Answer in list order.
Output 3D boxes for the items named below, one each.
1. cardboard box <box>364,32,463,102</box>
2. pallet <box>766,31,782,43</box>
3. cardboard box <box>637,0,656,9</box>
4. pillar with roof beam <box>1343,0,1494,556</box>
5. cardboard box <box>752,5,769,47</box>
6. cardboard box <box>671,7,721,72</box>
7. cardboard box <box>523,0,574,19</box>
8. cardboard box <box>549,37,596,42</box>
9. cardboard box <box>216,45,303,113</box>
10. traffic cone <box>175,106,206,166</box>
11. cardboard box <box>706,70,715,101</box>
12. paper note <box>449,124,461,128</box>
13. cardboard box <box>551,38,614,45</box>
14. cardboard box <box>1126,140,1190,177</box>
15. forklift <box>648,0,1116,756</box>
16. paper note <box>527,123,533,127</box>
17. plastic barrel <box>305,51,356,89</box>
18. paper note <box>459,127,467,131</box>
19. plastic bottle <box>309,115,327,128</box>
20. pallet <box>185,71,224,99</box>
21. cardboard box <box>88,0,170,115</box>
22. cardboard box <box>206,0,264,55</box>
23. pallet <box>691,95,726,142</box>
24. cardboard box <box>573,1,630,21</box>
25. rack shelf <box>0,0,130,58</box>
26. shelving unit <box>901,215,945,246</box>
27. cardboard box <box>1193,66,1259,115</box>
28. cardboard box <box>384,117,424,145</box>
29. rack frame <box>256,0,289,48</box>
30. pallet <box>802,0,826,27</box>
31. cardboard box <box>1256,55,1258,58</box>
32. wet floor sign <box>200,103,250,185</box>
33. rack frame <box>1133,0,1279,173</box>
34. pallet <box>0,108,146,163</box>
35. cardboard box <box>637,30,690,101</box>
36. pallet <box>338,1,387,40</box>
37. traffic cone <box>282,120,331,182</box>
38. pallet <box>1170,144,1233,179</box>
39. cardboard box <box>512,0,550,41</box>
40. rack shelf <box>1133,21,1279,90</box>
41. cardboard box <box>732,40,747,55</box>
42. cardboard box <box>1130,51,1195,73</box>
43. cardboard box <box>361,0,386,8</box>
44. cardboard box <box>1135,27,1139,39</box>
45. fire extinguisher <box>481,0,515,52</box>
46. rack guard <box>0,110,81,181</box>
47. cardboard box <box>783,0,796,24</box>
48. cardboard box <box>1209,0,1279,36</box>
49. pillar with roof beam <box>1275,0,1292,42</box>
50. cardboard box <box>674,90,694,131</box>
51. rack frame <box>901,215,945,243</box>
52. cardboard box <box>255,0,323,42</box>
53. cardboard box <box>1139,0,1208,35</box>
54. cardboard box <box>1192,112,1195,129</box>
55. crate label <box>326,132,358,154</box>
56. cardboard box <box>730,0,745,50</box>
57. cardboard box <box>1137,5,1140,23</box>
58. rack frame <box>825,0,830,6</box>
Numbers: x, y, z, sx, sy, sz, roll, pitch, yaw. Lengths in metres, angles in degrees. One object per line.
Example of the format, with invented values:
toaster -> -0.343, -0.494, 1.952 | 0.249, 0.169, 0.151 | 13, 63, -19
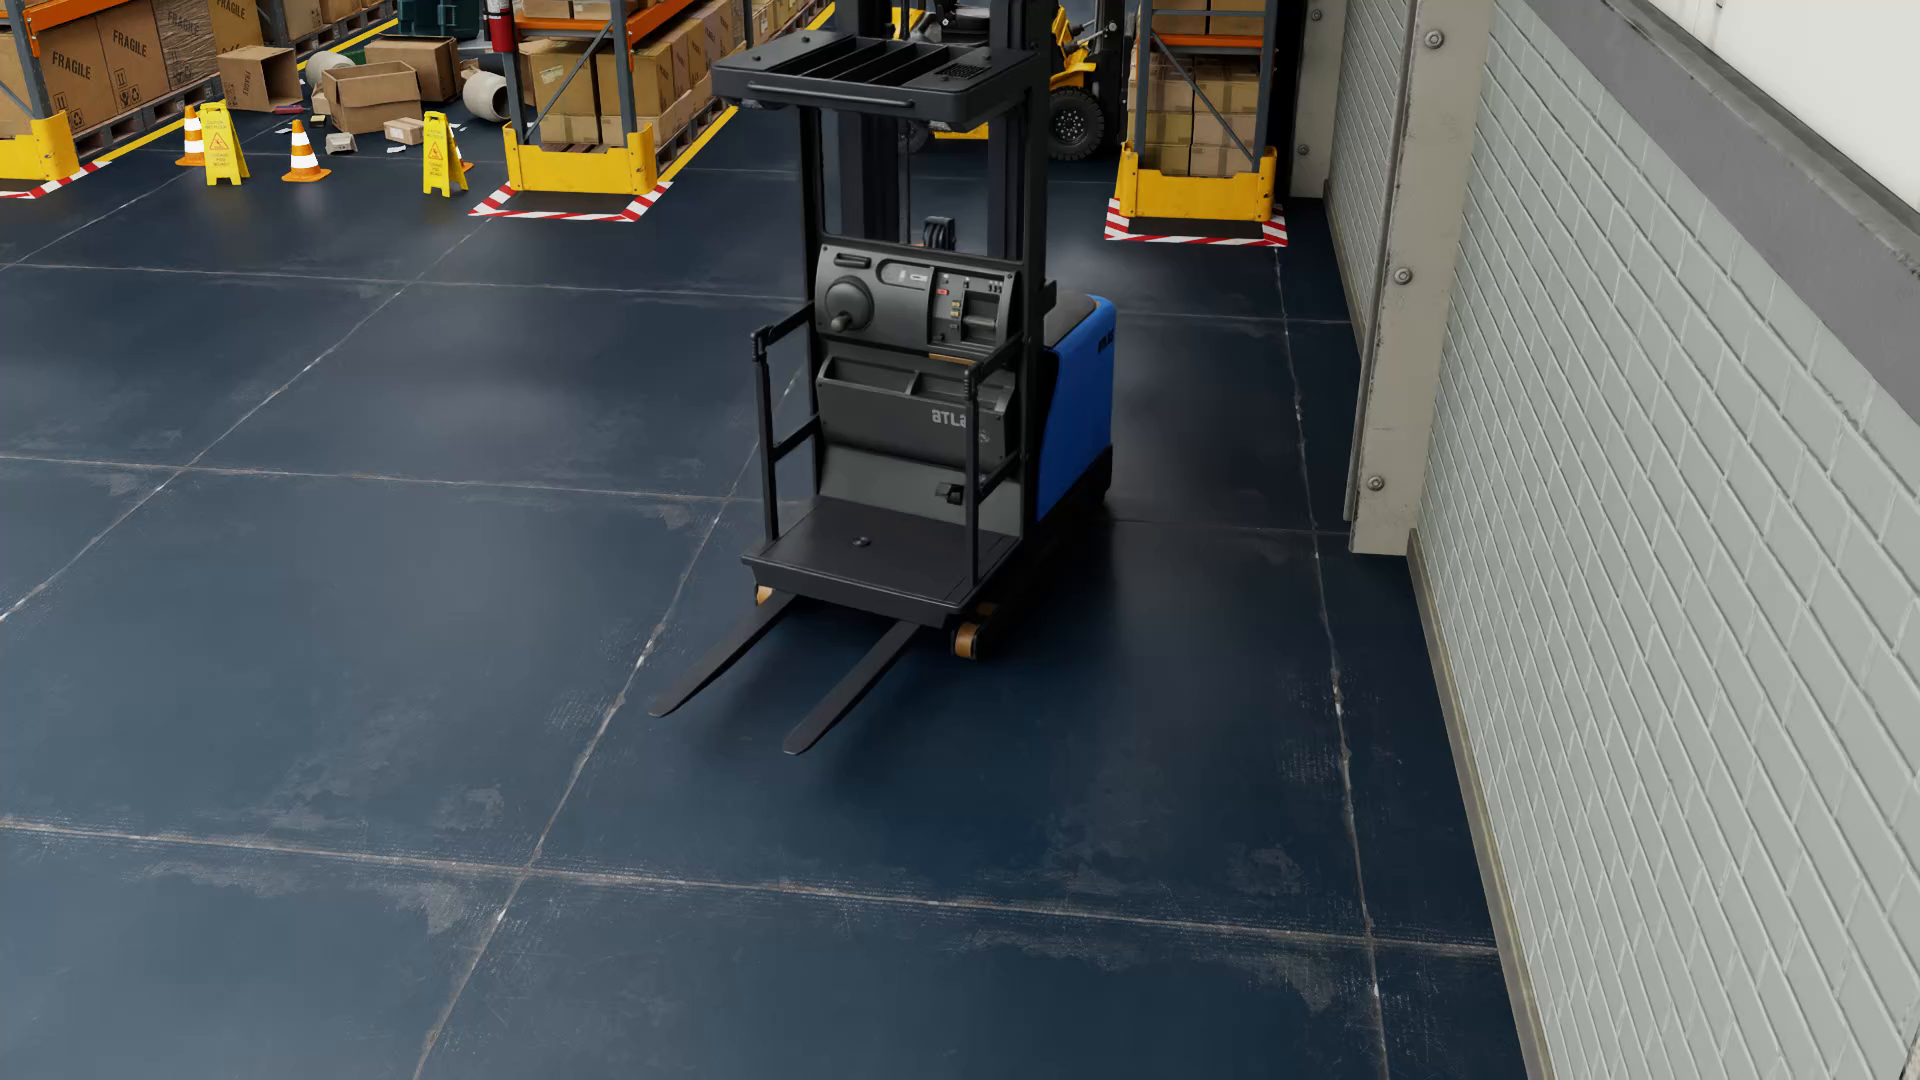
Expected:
cardboard box -> -5.279, -4.556, 16.034 | 0.797, 0.637, 0.503 | 3, 28, 6
pallet -> -2.503, -5.203, 17.685 | 1.003, 0.211, 1.213 | 3, 28, 6
cardboard box -> -2.711, -4.458, 13.627 | 0.380, 0.149, 0.250 | 2, 28, 5
pillar with roof beam -> -2.189, -4.237, 6.626 | 9.100, 9.000, 0.400 | 3, 28, 6
cardboard box -> -2.536, -5.339, 17.325 | 0.950, 0.372, 0.625 | 4, 29, 7
cardboard box -> -2.525, -4.594, 15.281 | 0.500, 0.500, 0.500 | 5, 29, 9
cardboard box -> -3.254, -4.259, 13.257 | 0.380, 0.149, 0.250 | 4, 29, 8
cardboard box -> -3.270, -4.340, 14.125 | 0.380, 0.149, 0.250 | 4, 29, 8
cardboard box -> -6.694, -4.414, 15.914 | 0.500, 0.500, 0.500 | 8, 29, 15
traffic cone -> -6.538, -3.472, 14.206 | 0.336, 0.463, 0.334 | 3, 28, 6
cardboard box -> -2.525, -4.254, 15.440 | 0.500, 0.250, 0.500 | 4, 29, 7
paper note -> -4.694, -3.821, 15.322 | 0.148, 0.019, 0.142 | 14, 31, 24
cardboard box -> -3.188, -4.124, 14.407 | 0.500, 0.500, 0.500 | 4, 29, 8
cardboard box -> 1.583, -3.108, 13.313 | 0.500, 0.250, 0.500 | 4, 29, 7
forklift -> -0.289, -1.001, 7.017 | 1.130, 2.935, 3.031 | 12, 31, 22
paper note -> -3.980, -3.839, 15.344 | 0.142, 0.019, 0.148 | -6, 29, -11
plastic barrel -> -6.139, -4.547, 16.243 | 0.421, 0.421, 0.512 | -24, 36, -37
paper note -> -4.547, -3.763, 15.224 | 0.032, 0.001, 0.123 | 3, 28, 6
plastic bottle -> -5.940, -3.883, 15.392 | 0.133, 0.061, 0.283 | -6, 29, -11
pallet -> -7.693, -4.723, 16.794 | 1.003, 0.211, 1.213 | 3, 28, 6
cardboard box -> -7.889, -4.408, 15.067 | 0.875, 0.875, 0.875 | 3, 28, 5
cardboard box -> -7.669, -5.261, 16.651 | 0.875, 0.875, 0.875 | 4, 29, 7
pallet -> -2.792, -3.942, 15.345 | 1.003, 0.211, 1.213 | 3, 28, 6
cardboard box -> -2.840, -4.218, 13.182 | 0.380, 0.149, 0.250 | 3, 29, 6
rack shelf -> -7.768, -5.046, 15.212 | 1.077, 0.370, 4.000 | 3, 28, 6
shelving unit -> -0.186, -1.103, 9.032 | 0.258, 1.200, 0.503 | -1, 28, -3
cardboard box -> 2.086, -3.524, 13.031 | 0.500, 0.250, 0.500 | 3, 28, 5
cardboard box -> -4.932, -3.660, 14.887 | 0.380, 0.149, 0.250 | 20, 34, 32
rack frame -> -7.522, -6.304, 16.789 | 1.000, 3.000, 0.127 | 3, 28, 6
pallet -> -2.204, -6.351, 19.817 | 1.003, 0.211, 1.213 | 3, 28, 6
cardboard box -> 2.216, -3.994, 13.903 | 0.500, 0.250, 0.500 | 3, 28, 6
wet floor sign -> -6.051, -3.256, 13.613 | 0.267, 0.644, 0.232 | -1, 28, -3
rack frame -> 1.839, -3.894, 12.316 | 1.000, 3.000, 0.127 | 3, 28, 6
pallet -> -7.992, -3.574, 14.662 | 1.003, 0.211, 1.213 | 3, 28, 6
cardboard box -> -2.652, -4.107, 14.376 | 0.500, 0.500, 0.500 | 2, 28, 4
pallet -> -7.356, -6.020, 19.201 | 1.003, 0.211, 1.213 | 3, 28, 6
traffic cone -> -5.458, -3.246, 13.787 | 0.336, 0.463, 0.334 | 3, 28, 6
pallet -> 1.891, -3.029, 13.650 | 1.003, 0.211, 1.213 | 3, 28, 6
cardboard box -> -4.368, -5.386, 16.922 | 0.500, 0.500, 0.500 | 3, 28, 6
rack shelf -> 2.084, -4.519, 14.234 | 1.077, 0.370, 4.000 | 3, 28, 6
cardboard box -> -2.403, -4.744, 16.350 | 0.500, 0.250, 0.500 | 5, 29, 9
cardboard box -> 1.643, -3.784, 13.514 | 0.500, 0.250, 0.500 | 4, 29, 7
cardboard box -> -7.300, -6.688, 19.431 | 1.050, 0.750, 0.750 | 4, 29, 7
cardboard box -> 1.764, -4.261, 14.398 | 0.500, 0.250, 0.500 | 3, 28, 5
fire extinguisher -> -3.559, -4.120, 12.816 | 0.296, 0.674, 0.183 | 3, 28, 6
rack guard -> -8.015, -3.309, 13.866 | 1.175, 0.500, 0.348 | 3, 28, 6
cardboard box -> -2.367, -6.005, 18.561 | 0.950, 0.372, 0.625 | 4, 29, 8
cardboard box -> 2.176, -4.155, 12.695 | 0.500, 0.500, 0.500 | 4, 29, 8
pillar with roof beam -> -0.718, -9.885, 17.111 | 9.100, 9.000, 0.400 | 3, 28, 6
cardboard box -> -2.644, -3.759, 14.521 | 0.500, 0.250, 0.500 | 4, 29, 8
rack frame -> -0.199, -1.218, 9.247 | 0.240, 1.200, 0.015 | -1, 28, -3
cardboard box -> -7.536, -5.796, 17.775 | 1.050, 0.750, 0.750 | 3, 28, 6
cardboard box -> 1.639, -4.185, 12.750 | 0.500, 0.500, 0.500 | 3, 28, 5
cardboard box -> 2.153, -3.535, 13.578 | 0.500, 0.250, 0.500 | 3, 28, 6
crate label -> -5.424, -3.476, 14.558 | 0.250, 0.136, 0.298 | -11, 30, -20
cardboard box -> -2.404, -5.074, 16.172 | 0.500, 0.500, 0.500 | 3, 28, 5
cardboard box -> 1.886, -4.742, 15.292 | 0.500, 0.250, 0.500 | 3, 28, 6
rack frame -> -2.107, -7.947, 19.838 | 1.000, 3.000, 0.127 | 3, 28, 6
